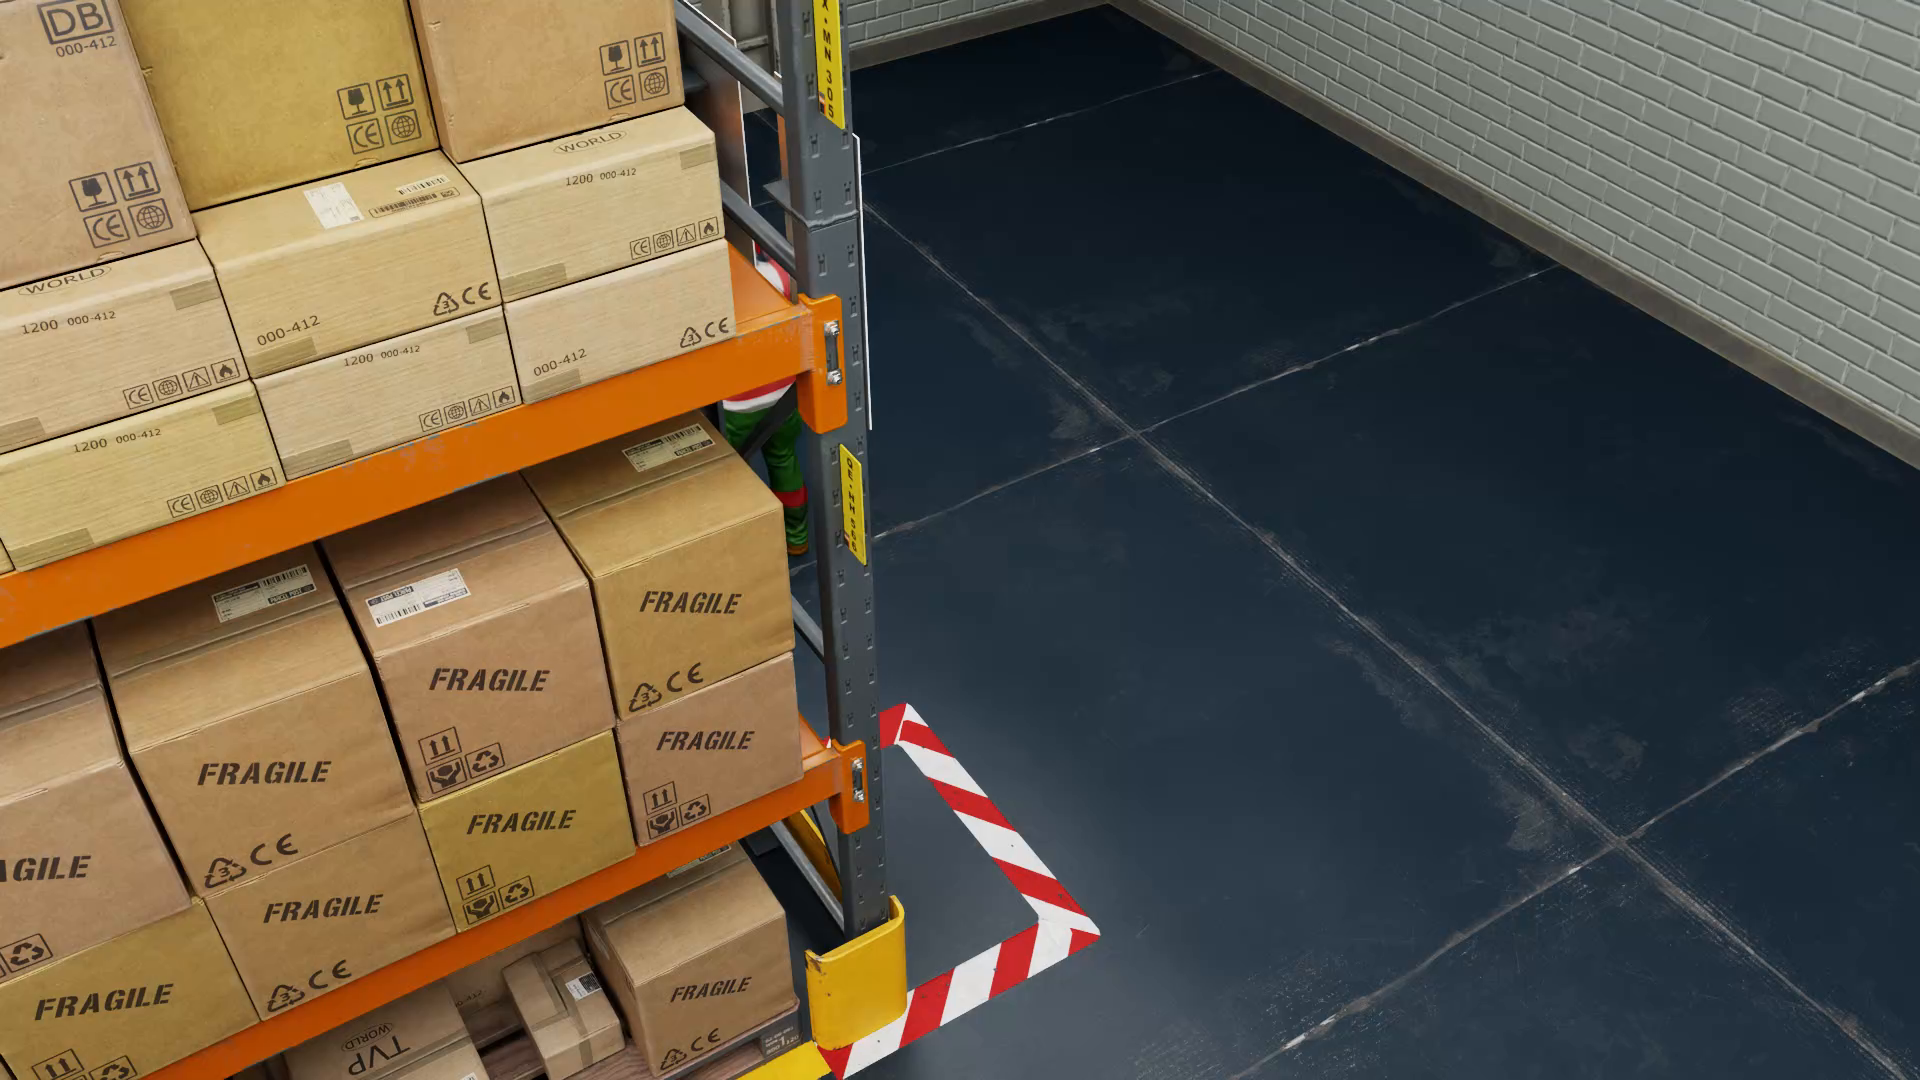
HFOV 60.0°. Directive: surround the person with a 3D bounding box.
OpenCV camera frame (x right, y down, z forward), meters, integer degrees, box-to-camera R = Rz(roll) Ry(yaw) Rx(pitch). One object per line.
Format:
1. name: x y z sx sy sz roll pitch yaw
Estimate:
1. person: -0.927 -0.670 6.931 0.493 1.782 0.571 -22 45 -24
